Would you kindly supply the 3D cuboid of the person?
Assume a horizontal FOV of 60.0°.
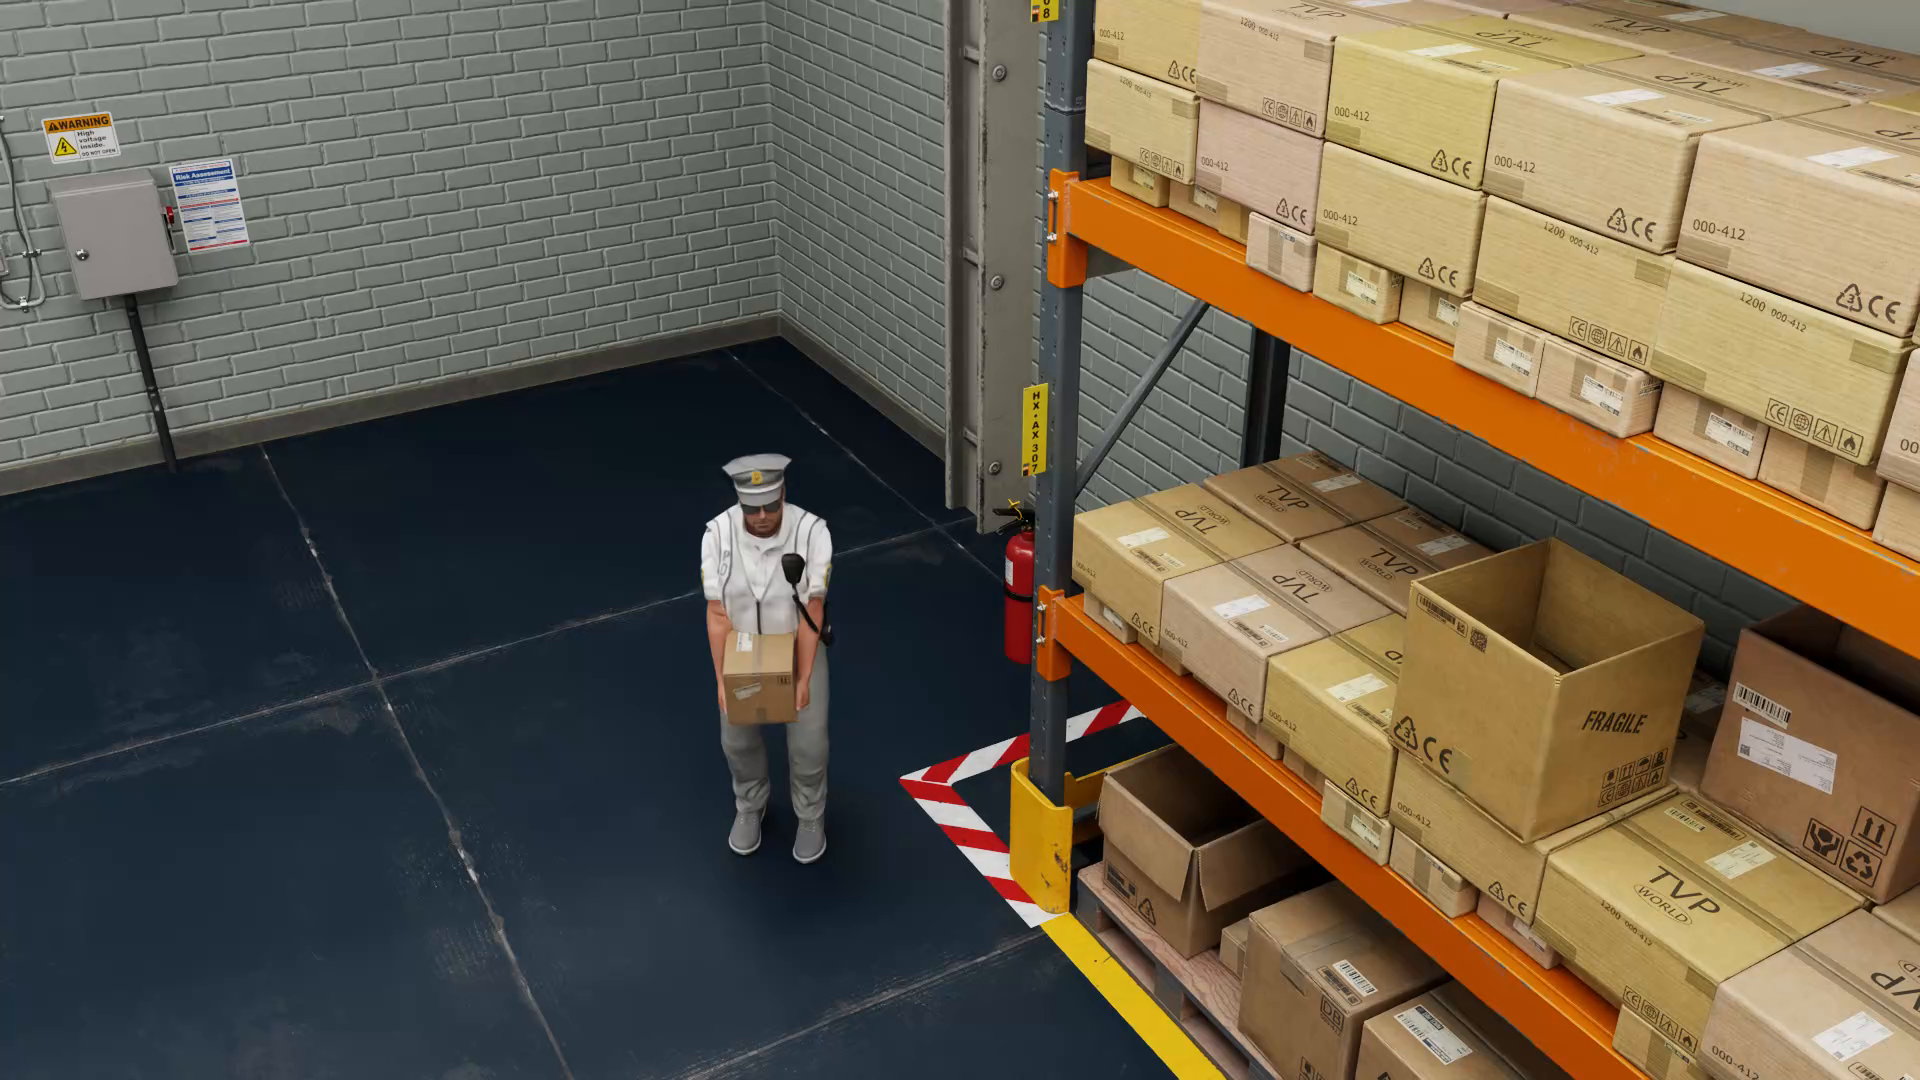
[{"bbox_3d":[-0.712,0.451,6.317,0.484,1.743,0.588,1,29,2],"label":"person"}]
